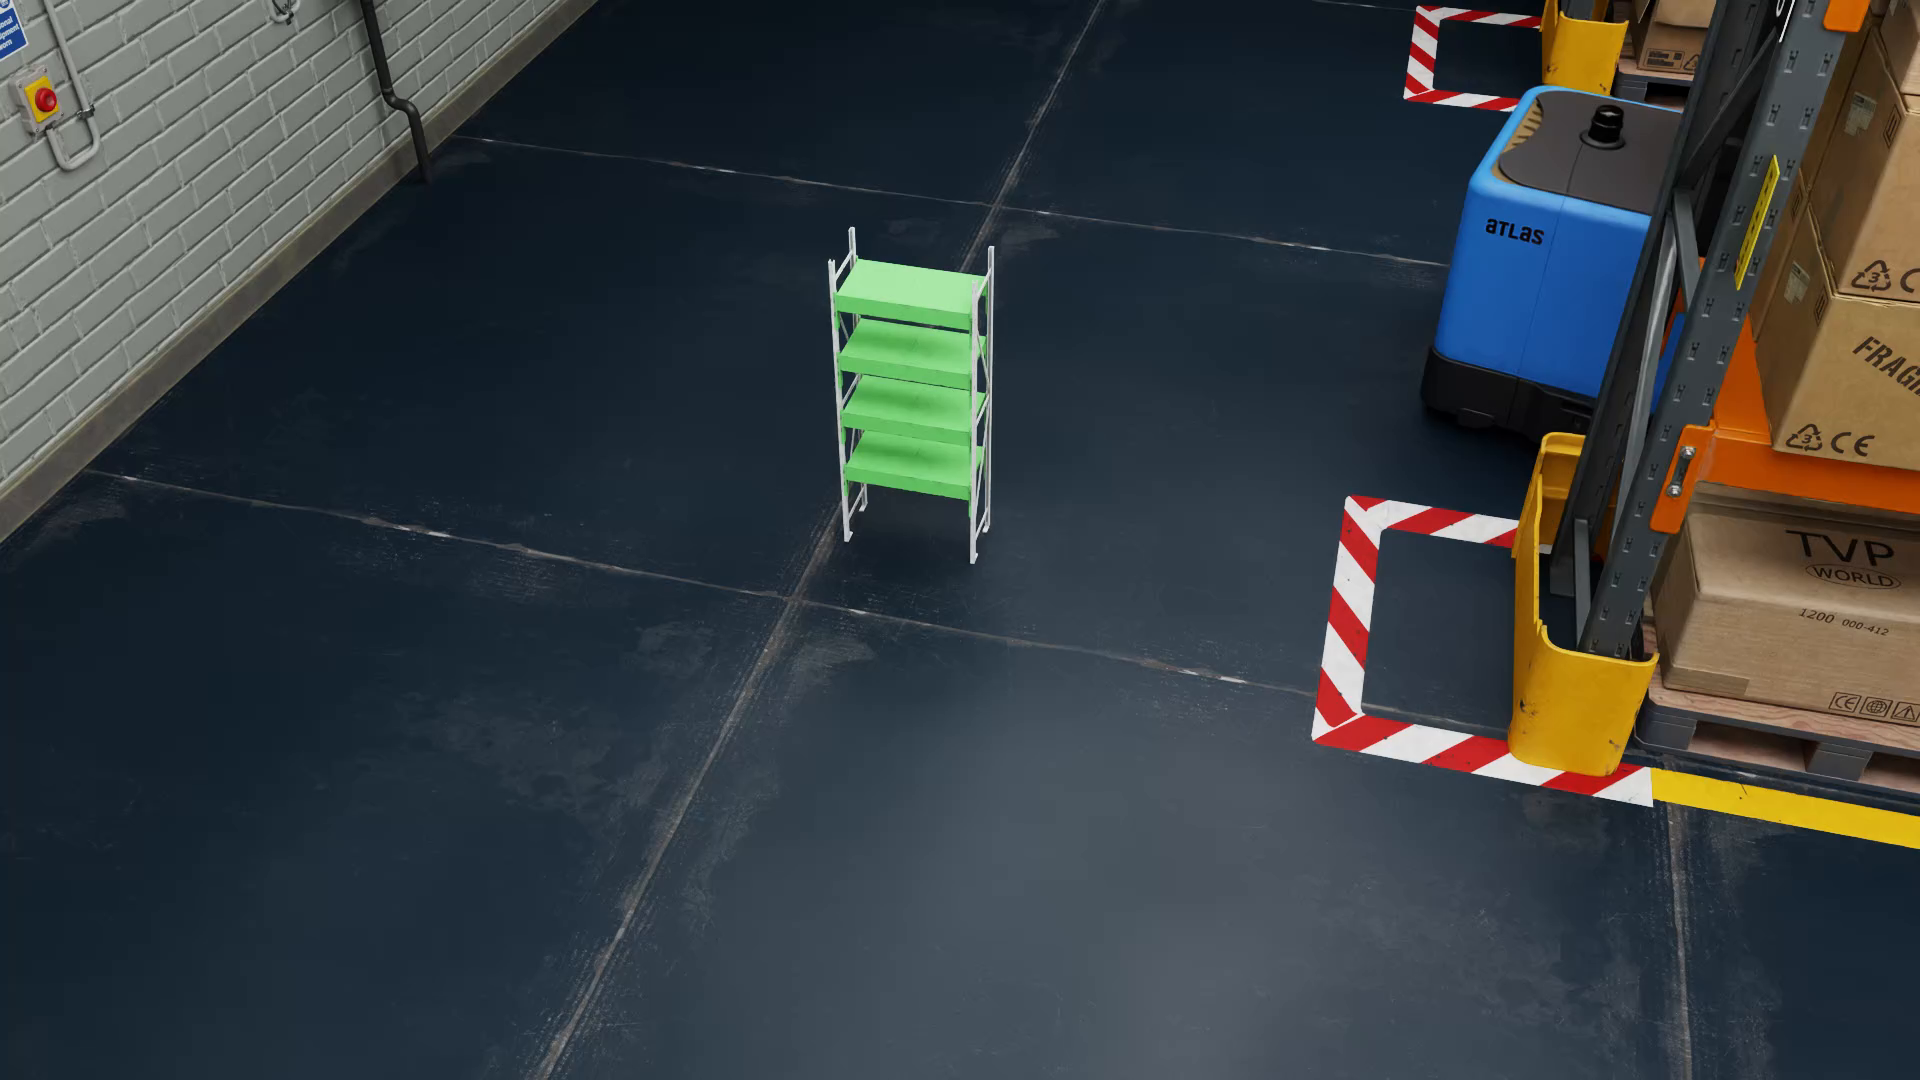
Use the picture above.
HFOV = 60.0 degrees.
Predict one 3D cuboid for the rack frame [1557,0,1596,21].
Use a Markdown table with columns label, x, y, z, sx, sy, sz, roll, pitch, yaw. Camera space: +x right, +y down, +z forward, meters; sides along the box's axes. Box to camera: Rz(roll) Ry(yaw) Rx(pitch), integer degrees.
| label | x | y | z | sx | sy | sz | roll | pitch | yaw |
| --- | --- | --- | --- | --- | --- | --- | --- | --- | --- |
| rack frame | 3.398 | -3.849 | 8.500 | 0.127 | 3.000 | 1.000 | 10 | 41 | 11 |

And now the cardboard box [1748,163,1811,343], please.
| label | x | y | z | sx | sy | sz | roll | pitch | yaw |
| --- | --- | --- | --- | --- | --- | --- | --- | --- | --- |
| cardboard box | 2.653 | -0.887 | 4.896 | 0.500 | 0.500 | 0.500 | 10 | 41 | 12 |

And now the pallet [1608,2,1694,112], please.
| label | x | y | z | sx | sy | sz | roll | pitch | yaw |
| --- | --- | --- | --- | --- | --- | --- | --- | --- | --- |
| pallet | 4.242 | -2.636 | 9.225 | 1.213 | 0.211 | 1.003 | 10 | 41 | 11 |

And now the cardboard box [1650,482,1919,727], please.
| label | x | y | z | sx | sy | sz | roll | pitch | yaw |
| --- | --- | --- | --- | --- | --- | --- | --- | --- | --- |
| cardboard box | 2.782 | 0.103 | 5.460 | 0.875 | 0.438 | 0.875 | 8 | 41 | 10 |

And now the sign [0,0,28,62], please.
| label | x | y | z | sx | sy | sz | roll | pitch | yaw |
| --- | --- | --- | --- | --- | --- | --- | --- | --- | --- |
| sign | -3.406 | -1.771 | 5.816 | 0.001 | 0.218 | 0.327 | 10 | 41 | 11 |

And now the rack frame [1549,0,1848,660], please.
| label | x | y | z | sx | sy | sz | roll | pitch | yaw |
| --- | --- | --- | --- | --- | --- | --- | --- | --- | --- |
| rack frame | 2.119 | -0.764 | 4.828 | 0.127 | 3.000 | 1.000 | 10 | 41 | 11 |

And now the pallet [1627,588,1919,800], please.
| label | x | y | z | sx | sy | sz | roll | pitch | yaw |
| --- | --- | --- | --- | --- | --- | --- | --- | --- | --- |
| pallet | 2.911 | 0.388 | 5.624 | 1.213 | 0.211 | 1.003 | 10 | 41 | 11 |

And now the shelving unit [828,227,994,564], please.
| label | x | y | z | sx | sy | sz | roll | pitch | yaw |
| --- | --- | --- | --- | --- | --- | --- | --- | --- | --- |
| shelving unit | -0.160 | -0.487 | 5.897 | 0.503 | 1.200 | 0.258 | 10 | 41 | 11 |

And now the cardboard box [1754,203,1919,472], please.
| label | x | y | z | sx | sy | sz | roll | pitch | yaw |
| --- | --- | --- | --- | --- | --- | --- | --- | --- | --- |
| cardboard box | 2.508 | -0.545 | 4.488 | 0.500 | 0.500 | 0.500 | 9 | 41 | 11 |

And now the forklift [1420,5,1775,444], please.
| label | x | y | z | sx | sy | sz | roll | pitch | yaw |
| --- | --- | --- | --- | --- | --- | --- | --- | --- | --- |
| forklift | 3.438 | -1.464 | 5.714 | 3.031 | 2.935 | 1.130 | 19 | 44 | 21 |

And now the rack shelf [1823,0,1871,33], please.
| label | x | y | z | sx | sy | sz | roll | pitch | yaw |
| --- | --- | --- | --- | --- | --- | --- | --- | --- | --- |
| rack shelf | 4.051 | -1.305 | 3.699 | 4.000 | 0.370 | 1.077 | 10 | 41 | 11 |

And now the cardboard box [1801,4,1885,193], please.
| label | x | y | z | sx | sy | sz | roll | pitch | yaw |
| --- | --- | --- | --- | --- | --- | --- | --- | --- | --- |
| cardboard box | 2.646 | -1.253 | 4.555 | 0.500 | 0.500 | 0.500 | 11 | 41 | 13 |

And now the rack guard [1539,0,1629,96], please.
| label | x | y | z | sx | sy | sz | roll | pitch | yaw |
| --- | --- | --- | --- | --- | --- | --- | --- | --- | --- |
| rack guard | 3.471 | -2.879 | 9.289 | 0.348 | 0.500 | 1.175 | 10 | 41 | 11 |

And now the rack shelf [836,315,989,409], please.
| label | x | y | z | sx | sy | sz | roll | pitch | yaw |
| --- | --- | --- | --- | --- | --- | --- | --- | --- | --- |
| rack shelf | -0.160 | -0.622 | 5.784 | 0.480 | 0.148 | 0.258 | 10 | 41 | 11 |

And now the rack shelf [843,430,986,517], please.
| label | x | y | z | sx | sy | sz | roll | pitch | yaw |
| --- | --- | --- | --- | --- | --- | --- | --- | --- | --- |
| rack shelf | -0.160 | -0.254 | 6.092 | 0.480 | 0.148 | 0.258 | 10 | 41 | 11 |

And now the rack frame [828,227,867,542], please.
| label | x | y | z | sx | sy | sz | roll | pitch | yaw |
| --- | --- | --- | --- | --- | --- | --- | --- | --- | --- |
| rack frame | -0.396 | -0.528 | 5.945 | 0.015 | 1.200 | 0.240 | 10 | 41 | 11 |

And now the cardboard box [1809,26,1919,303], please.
| label | x | y | z | sx | sy | sz | roll | pitch | yaw |
| --- | --- | --- | --- | --- | --- | --- | --- | --- | --- |
| cardboard box | 2.509 | -0.929 | 4.168 | 0.500 | 0.500 | 0.500 | 9 | 41 | 10 |

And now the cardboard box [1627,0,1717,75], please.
| label | x | y | z | sx | sy | sz | roll | pitch | yaw |
| --- | --- | --- | --- | --- | --- | --- | --- | --- | --- |
| cardboard box | 3.964 | -2.893 | 8.977 | 0.637 | 0.503 | 0.797 | 8 | 41 | 10 |

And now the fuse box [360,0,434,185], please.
| label | x | y | z | sx | sy | sz | roll | pitch | yaw |
| --- | --- | --- | --- | --- | --- | --- | --- | --- | --- |
| fuse box | -2.651 | -2.475 | 7.866 | 0.414 | 1.711 | 0.539 | 10 | 41 | 11 |

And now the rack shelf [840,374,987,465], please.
| label | x | y | z | sx | sy | sz | roll | pitch | yaw |
| --- | --- | --- | --- | --- | --- | --- | --- | --- | --- |
| rack shelf | -0.160 | -0.438 | 5.938 | 0.480 | 0.148 | 0.258 | 10 | 41 | 11 |

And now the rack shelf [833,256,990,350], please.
| label | x | y | z | sx | sy | sz | roll | pitch | yaw |
| --- | --- | --- | --- | --- | --- | --- | --- | --- | --- |
| rack shelf | -0.160 | -0.806 | 5.629 | 0.480 | 0.148 | 0.258 | 10 | 41 | 11 |

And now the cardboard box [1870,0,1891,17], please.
| label | x | y | z | sx | sy | sz | roll | pitch | yaw |
| --- | --- | --- | --- | --- | --- | --- | --- | --- | --- |
| cardboard box | 2.517 | -1.499 | 4.343 | 0.250 | 0.149 | 0.380 | 10 | 41 | 12 |

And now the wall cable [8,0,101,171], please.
| label | x | y | z | sx | sy | sz | roll | pitch | yaw |
| --- | --- | --- | --- | --- | --- | --- | --- | --- | --- |
| wall cable | -3.335 | -2.088 | 5.590 | 0.123 | 1.953 | 0.585 | 10 | 41 | 11 |

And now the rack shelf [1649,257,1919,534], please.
| label | x | y | z | sx | sy | sz | roll | pitch | yaw |
| --- | --- | --- | --- | --- | --- | --- | --- | --- | --- |
| rack shelf | 4.051 | -0.157 | 4.663 | 4.000 | 0.370 | 1.077 | 10 | 41 | 11 |

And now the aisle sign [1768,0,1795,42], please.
| label | x | y | z | sx | sy | sz | roll | pitch | yaw |
| --- | --- | --- | --- | --- | --- | --- | --- | --- | --- |
| aisle sign | 1.974 | -1.592 | 3.792 | 0.004 | 0.787 | 0.394 | 10 | 41 | 11 |

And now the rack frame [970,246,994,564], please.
| label | x | y | z | sx | sy | sz | roll | pitch | yaw |
| --- | --- | --- | --- | --- | --- | --- | --- | --- | --- |
| rack frame | 0.076 | -0.446 | 5.849 | 0.015 | 1.200 | 0.240 | 10 | 41 | 11 |

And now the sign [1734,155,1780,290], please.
| label | x | y | z | sx | sy | sz | roll | pitch | yaw |
| --- | --- | --- | --- | --- | --- | --- | --- | --- | --- |
| sign | 1.969 | -0.783 | 4.115 | 0.005 | 0.325 | 0.100 | 10 | 41 | 11 |

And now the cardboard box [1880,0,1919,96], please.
| label | x | y | z | sx | sy | sz | roll | pitch | yaw |
| --- | --- | --- | --- | --- | --- | --- | --- | --- | --- |
| cardboard box | 2.390 | -1.203 | 3.990 | 0.250 | 0.149 | 0.380 | 11 | 41 | 12 |

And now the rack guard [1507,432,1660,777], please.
| label | x | y | z | sx | sy | sz | roll | pitch | yaw |
| --- | --- | --- | --- | --- | --- | --- | --- | --- | --- |
| rack guard | 2.095 | 0.189 | 5.637 | 0.348 | 0.500 | 1.175 | 10 | 41 | 11 |

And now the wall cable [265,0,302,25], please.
| label | x | y | z | sx | sy | sz | roll | pitch | yaw |
| --- | --- | --- | --- | --- | --- | --- | --- | --- | --- |
| wall cable | -2.979 | -2.959 | 6.651 | 0.122 | 1.984 | 0.588 | 10 | 41 | 11 |
